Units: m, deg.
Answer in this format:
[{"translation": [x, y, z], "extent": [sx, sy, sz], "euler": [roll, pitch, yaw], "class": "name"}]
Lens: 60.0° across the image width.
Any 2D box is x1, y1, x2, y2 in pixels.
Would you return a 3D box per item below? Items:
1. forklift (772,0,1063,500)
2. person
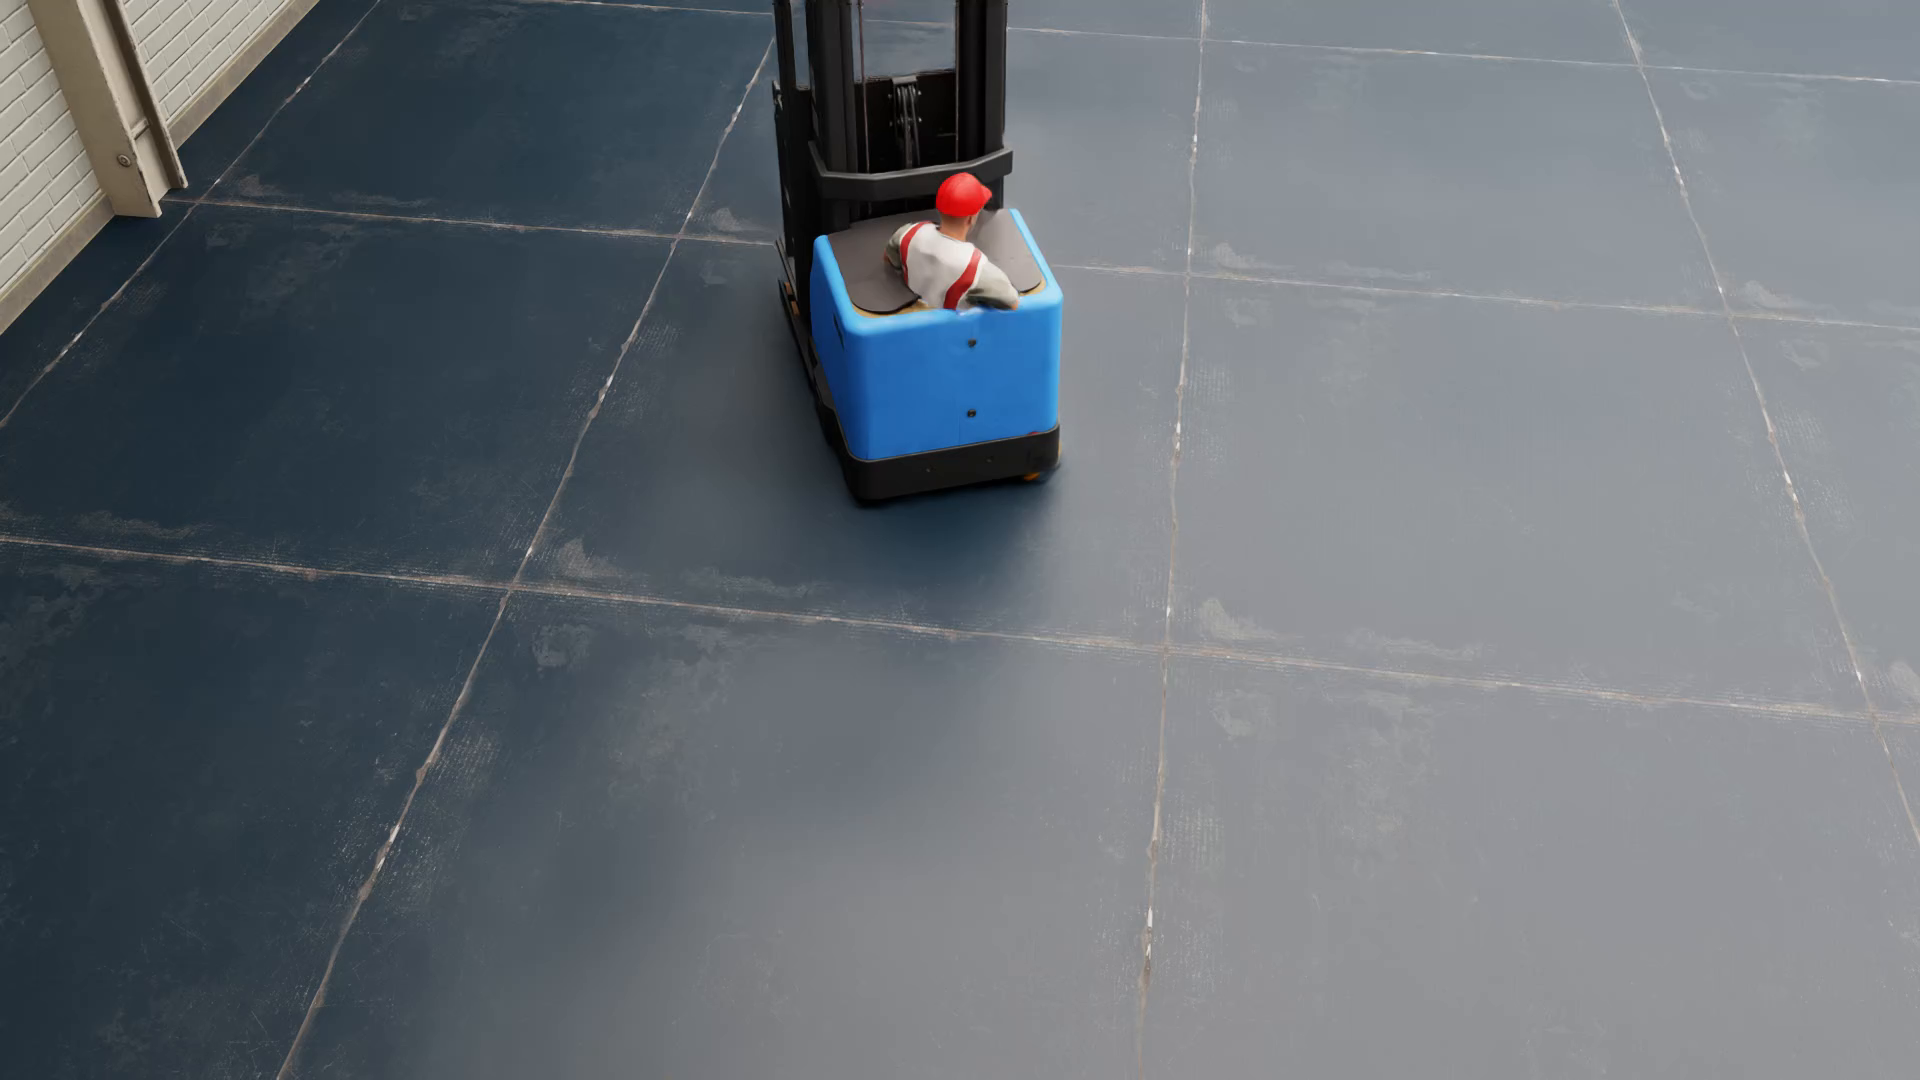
[{"translation": [-0.380, -2.282, 8.209], "extent": [1.130, 2.935, 3.031], "euler": [-10, 44, -11], "class": "forklift"}, {"translation": [0.036, -1.056, 7.825], "extent": [0.824, 1.660, 0.665], "euler": [28, 50, 27], "class": "person"}]
